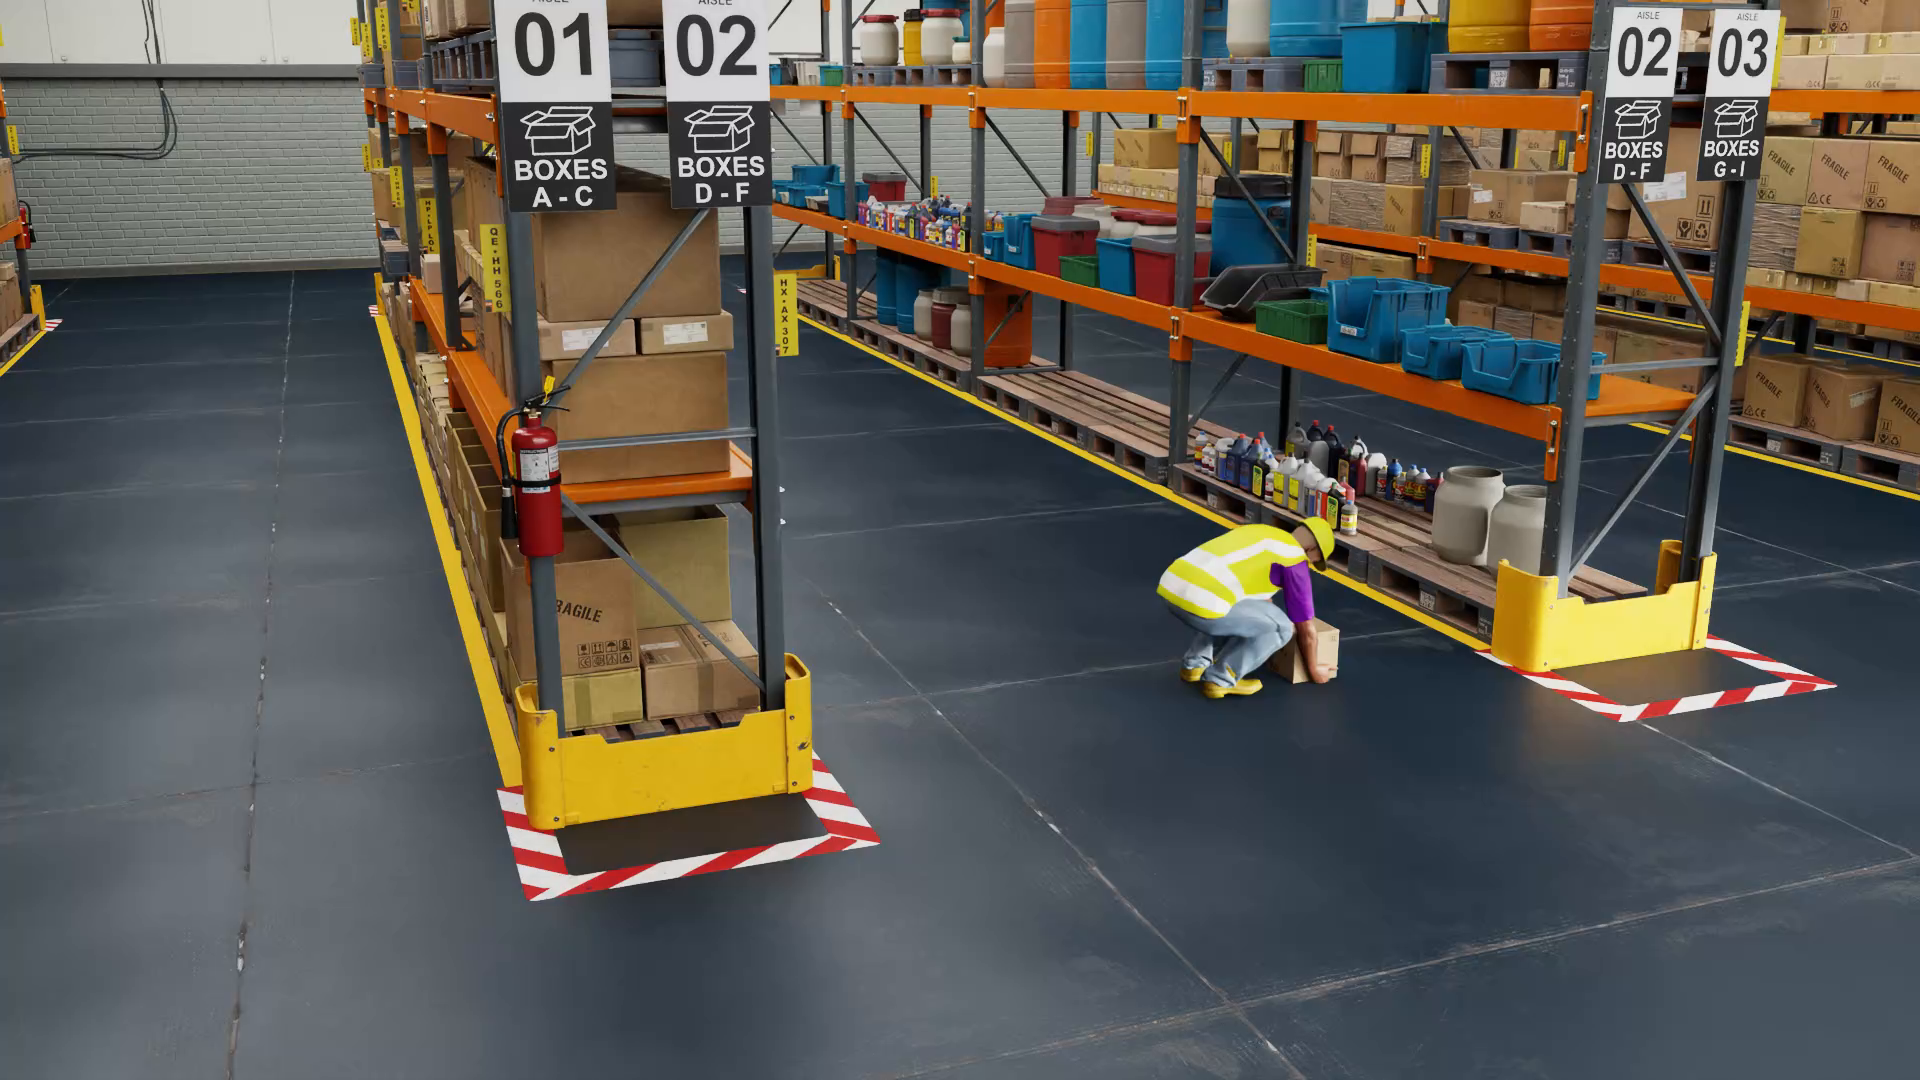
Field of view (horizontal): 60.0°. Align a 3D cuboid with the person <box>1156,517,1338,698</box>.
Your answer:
[{"bbox_3d":[1.423,0.329,8.189,0.954,0.828,0.529,-6,17,-21],"label":"person"}]
